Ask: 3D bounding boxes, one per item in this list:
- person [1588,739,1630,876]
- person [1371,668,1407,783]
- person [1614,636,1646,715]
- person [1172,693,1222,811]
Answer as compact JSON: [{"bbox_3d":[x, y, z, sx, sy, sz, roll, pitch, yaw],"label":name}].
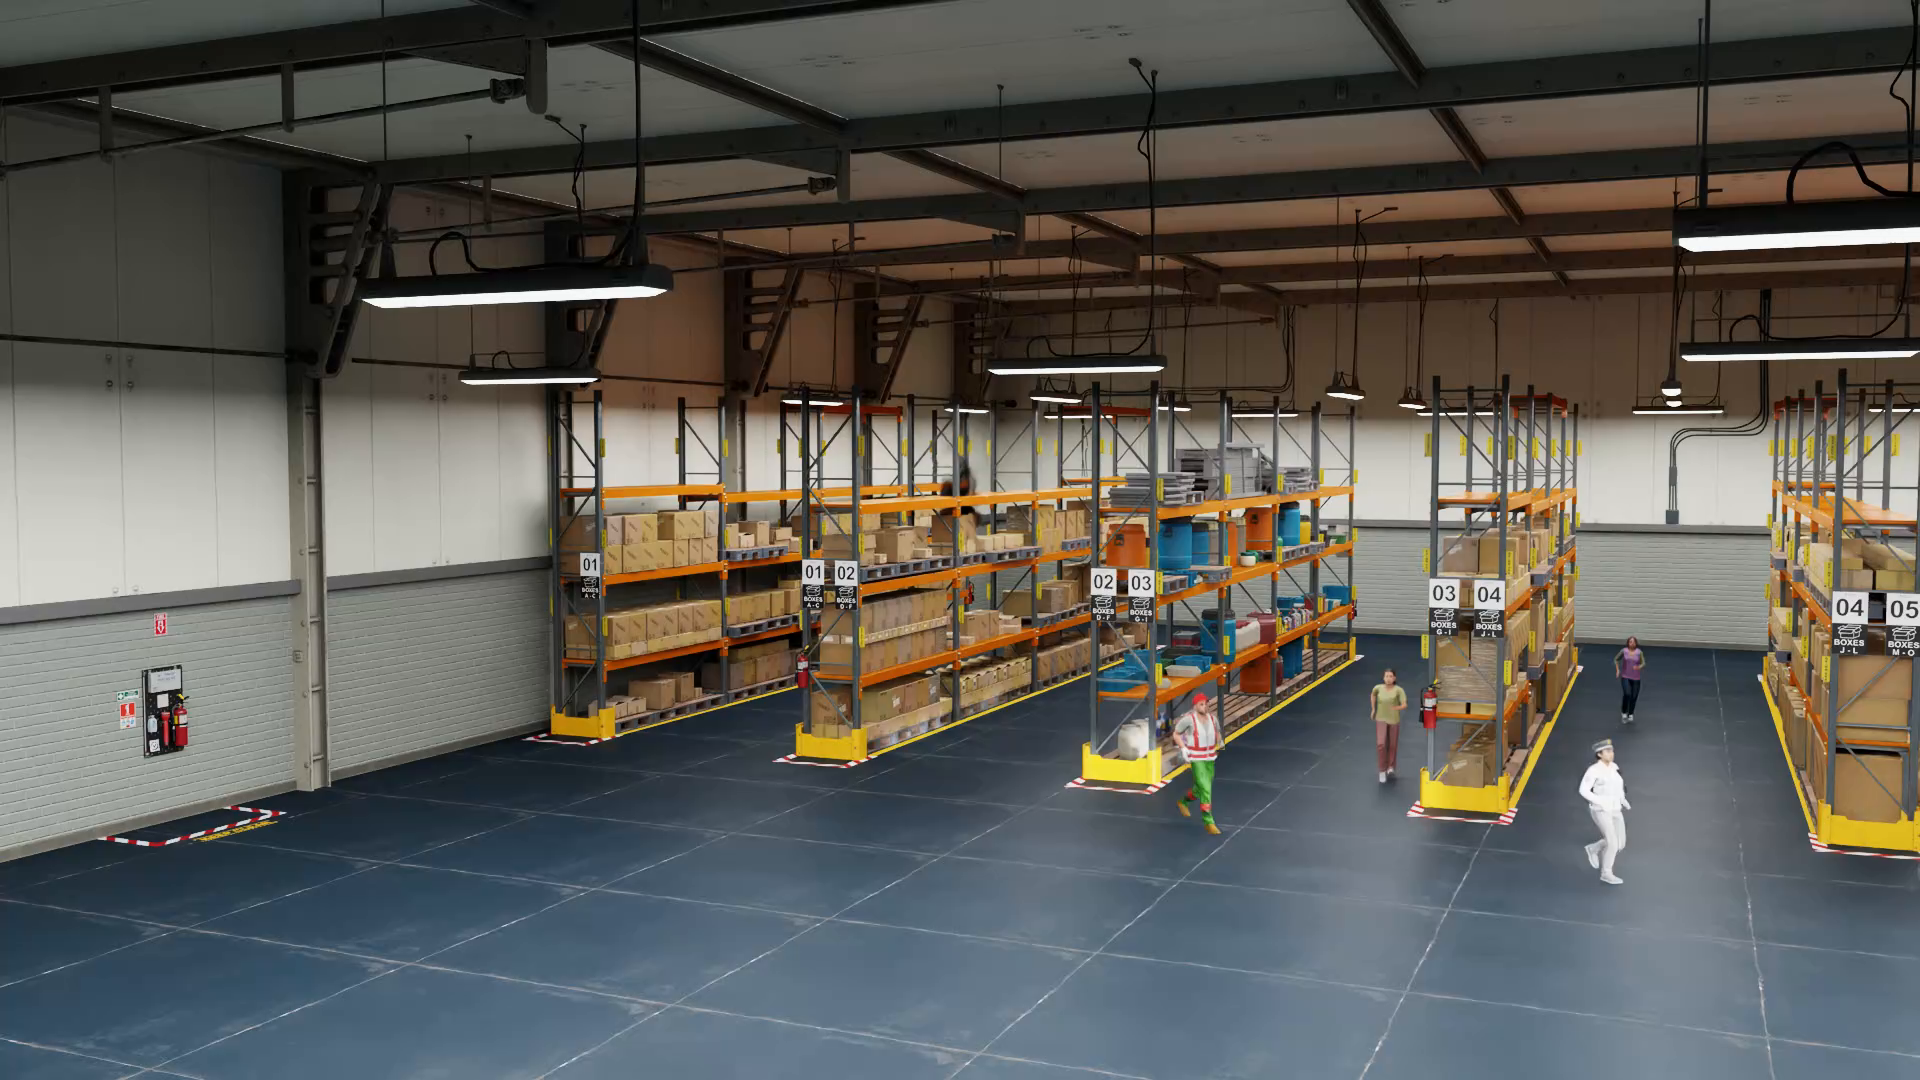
[{"bbox_3d":[7.435,3.084,19.213,0.435,1.581,0.527,-2,4,-27],"label":"person"},{"bbox_3d":[6.462,2.783,25.072,0.540,1.717,0.807,1,3,16],"label":"person"},{"bbox_3d":[12.160,2.473,30.166,0.506,1.468,0.656,1,3,13],"label":"person"},{"bbox_3d":[-0.449,2.392,28.538,0.639,1.513,15.765,-2,4,-28],"label":"person"}]
